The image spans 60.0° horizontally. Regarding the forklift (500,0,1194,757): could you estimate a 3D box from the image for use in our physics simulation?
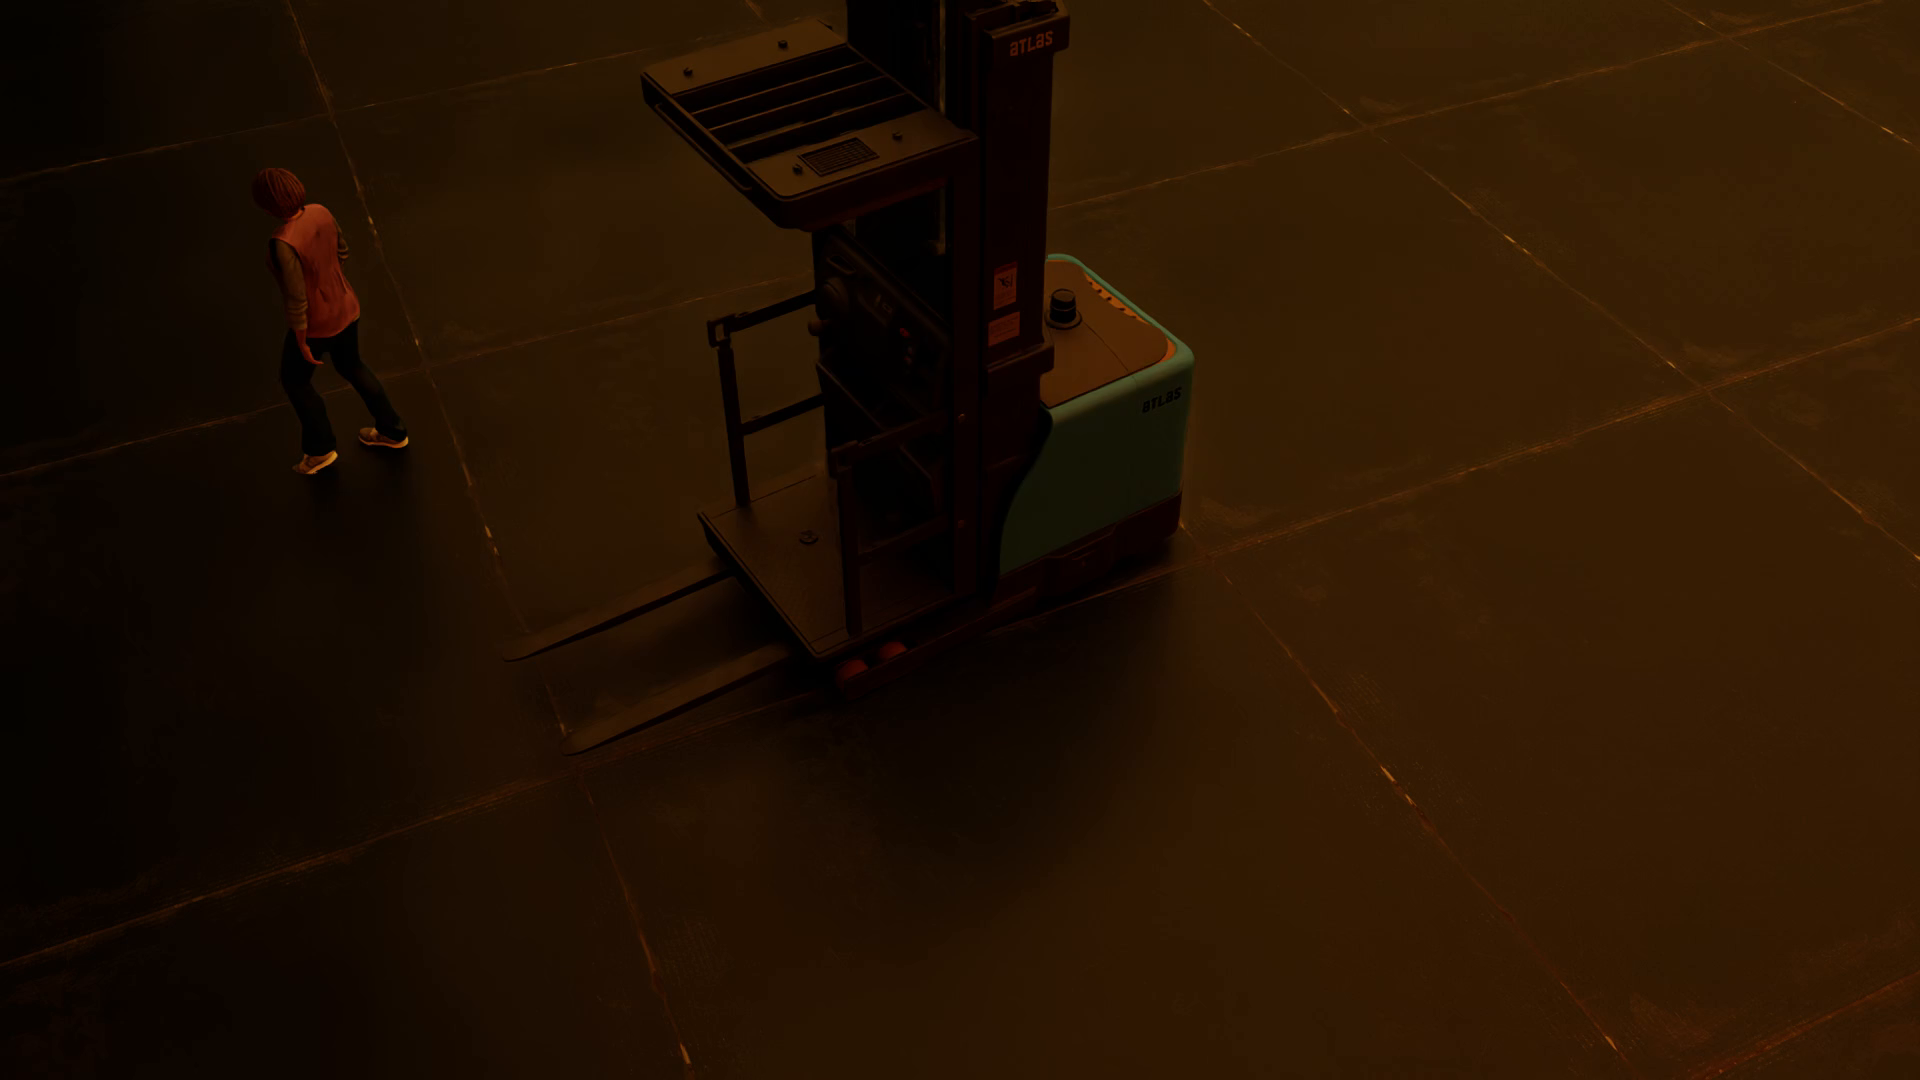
[{"bbox_3d":[-0.488,-0.810,6.548,3.031,2.935,1.130,-24,48,-24],"label":"forklift"}]

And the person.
[{"bbox_3d":[-3.007,-1.021,7.802,0.509,1.628,0.513,10,44,11],"label":"person"}]
